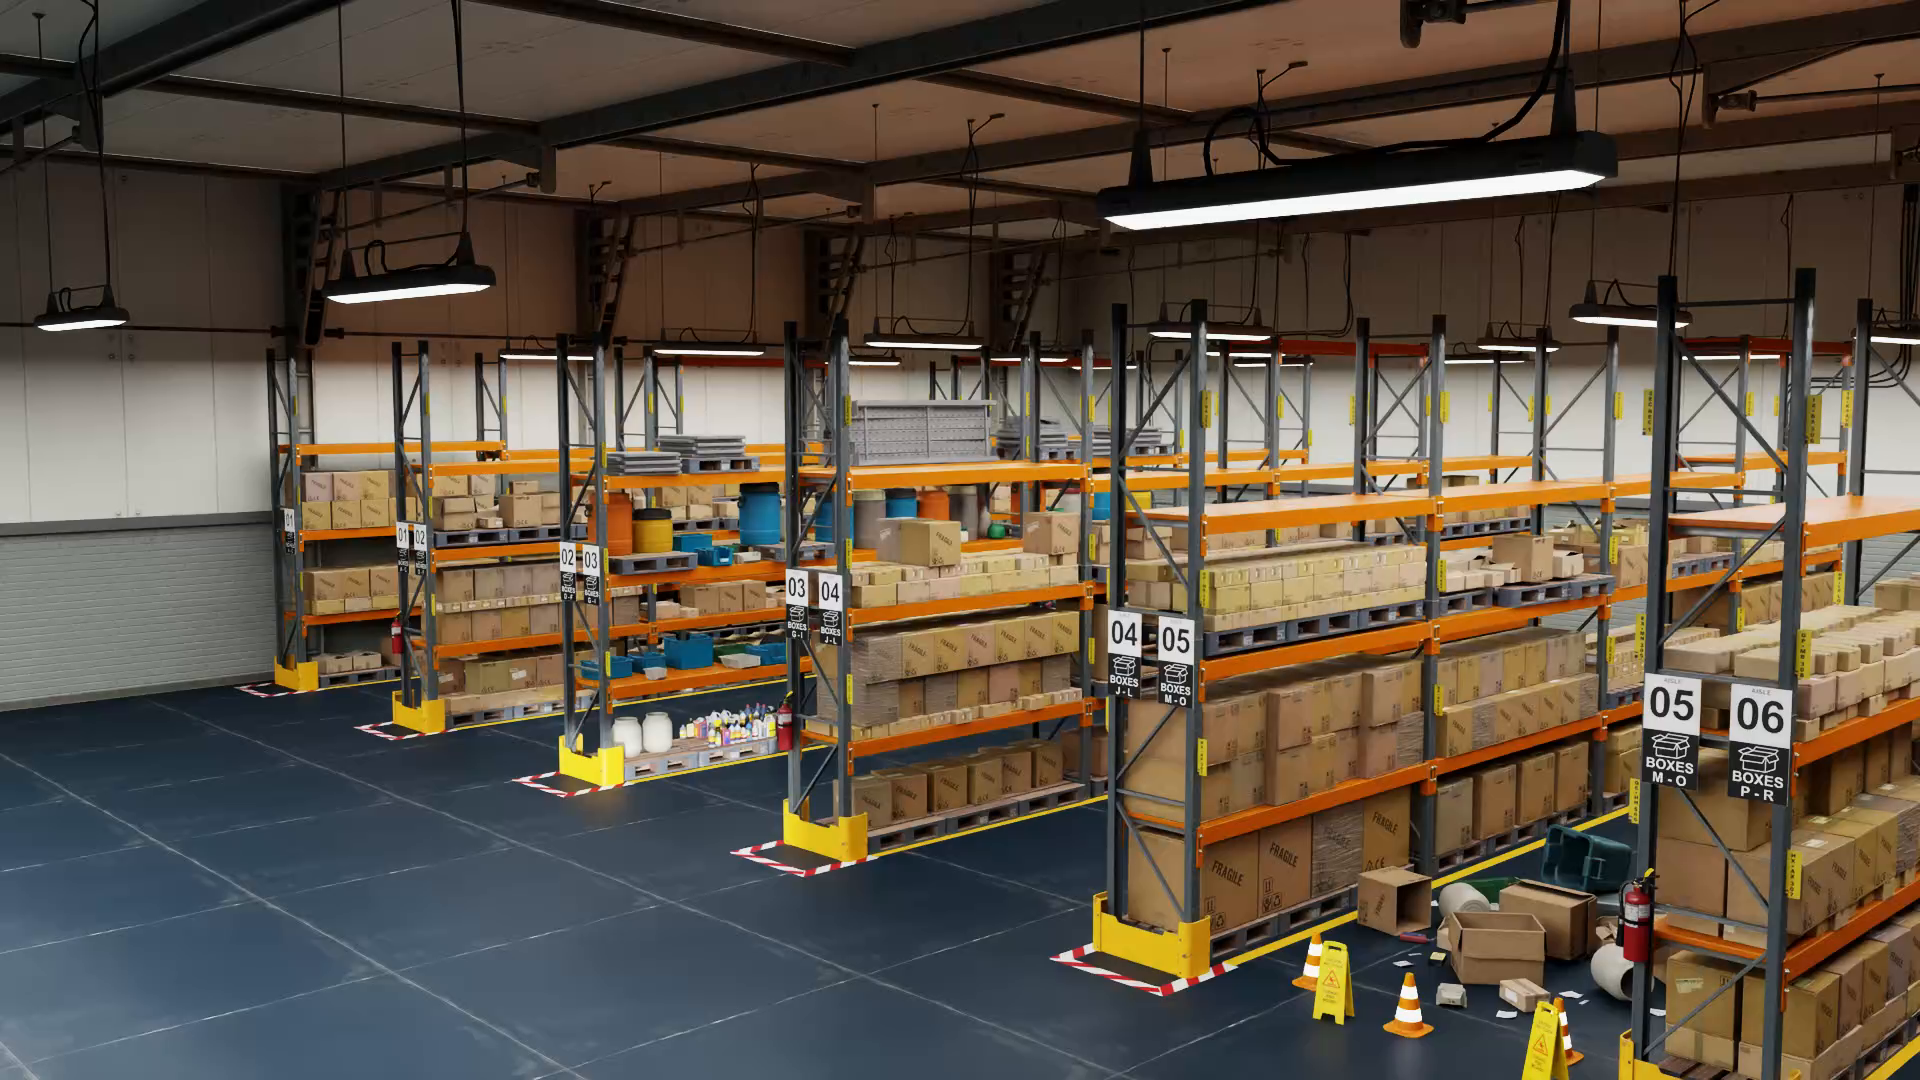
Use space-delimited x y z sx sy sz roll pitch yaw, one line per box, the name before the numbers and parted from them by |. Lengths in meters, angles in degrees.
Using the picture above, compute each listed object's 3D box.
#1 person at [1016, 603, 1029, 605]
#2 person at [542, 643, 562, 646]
person | 1.339 1.443 32.732 0.595 1.789 0.556 -3 6 -28
person | -7.284 1.829 29.435 0.466 1.588 0.352 -3 6 -31
